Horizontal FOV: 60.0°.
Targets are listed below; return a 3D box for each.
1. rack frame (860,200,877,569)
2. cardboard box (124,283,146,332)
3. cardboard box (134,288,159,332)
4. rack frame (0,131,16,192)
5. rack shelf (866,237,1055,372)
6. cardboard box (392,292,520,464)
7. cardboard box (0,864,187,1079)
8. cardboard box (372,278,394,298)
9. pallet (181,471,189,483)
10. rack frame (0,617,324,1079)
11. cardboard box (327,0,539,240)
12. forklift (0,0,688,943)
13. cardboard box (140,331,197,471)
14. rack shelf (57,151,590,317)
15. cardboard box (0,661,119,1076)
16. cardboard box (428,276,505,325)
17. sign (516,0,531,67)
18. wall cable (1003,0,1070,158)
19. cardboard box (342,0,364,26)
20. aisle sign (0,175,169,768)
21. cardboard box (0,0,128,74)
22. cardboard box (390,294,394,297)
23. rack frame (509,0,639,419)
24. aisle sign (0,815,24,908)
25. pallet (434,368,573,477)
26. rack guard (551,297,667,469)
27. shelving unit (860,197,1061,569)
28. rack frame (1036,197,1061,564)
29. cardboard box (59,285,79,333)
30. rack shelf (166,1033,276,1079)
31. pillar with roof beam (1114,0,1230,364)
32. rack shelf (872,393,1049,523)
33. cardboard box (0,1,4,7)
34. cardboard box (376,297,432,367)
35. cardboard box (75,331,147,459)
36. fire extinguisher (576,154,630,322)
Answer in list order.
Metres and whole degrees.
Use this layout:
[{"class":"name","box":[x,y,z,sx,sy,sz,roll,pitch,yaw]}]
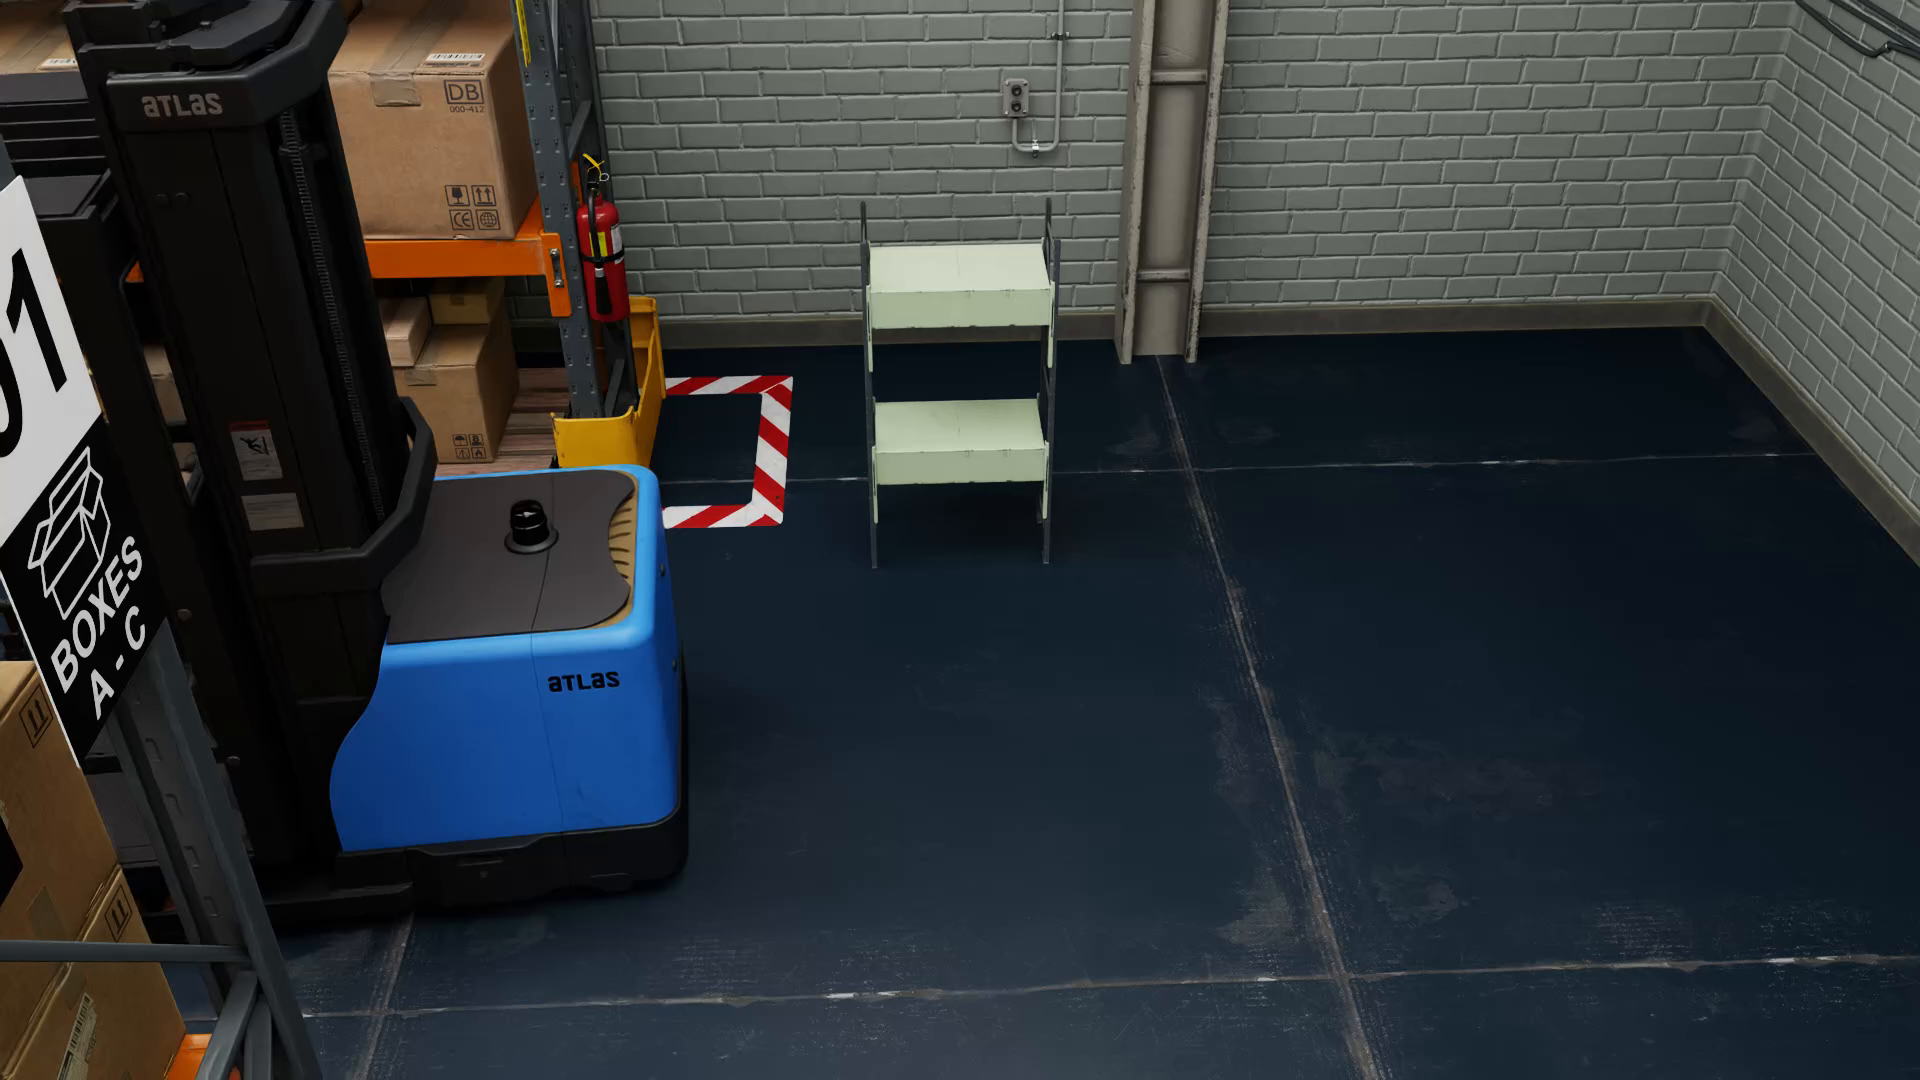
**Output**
[{"class":"rack frame","box":[-0.372,-0.607,6.809,0.023,1.500,0.400,-2,35,-2]},{"class":"cardboard box","box":[-3.737,-1.080,7.432,0.250,0.149,0.380,-2,35,-3]},{"class":"cardboard box","box":[-3.484,-1.086,7.441,0.250,0.149,0.380,-1,35,-2]},{"class":"rack frame","box":[-1.400,-1.320,1.249,0.127,3.000,1.000,-2,35,-2]},{"class":"rack shelf","box":[-0.007,-0.937,6.601,0.720,0.370,0.431,-2,35,-2]},{"class":"cardboard box","box":[-2.333,-0.737,7.507,0.500,0.500,0.700,-2,35,-2]},{"class":"cardboard box","box":[-1.856,0.968,3.127,0.500,0.500,0.500,-1,35,-1]},{"class":"cardboard box","box":[-2.724,-1.107,7.471,0.250,0.149,0.380,-1,35,-2]},{"class":"pallet","box":[-3.649,-0.425,7.678,1.213,0.211,1.003,-2,35,-2]},{"class":"rack frame","box":[-1.400,1.147,2.956,0.127,3.000,1.000,-2,35,-2]},{"class":"cardboard box","box":[-2.148,-1.772,6.911,0.700,0.700,0.980,0,35,0]},{"class":"forklift","box":[-2.474,-0.214,4.983,3.031,2.935,1.130,-4,35,-6]},{"class":"cardboard box","box":[-3.335,-0.710,7.468,0.500,0.500,0.700,-3,35,-4]},{"class":"rack shelf","box":[-3.636,-1.319,7.152,4.000,0.370,1.077,-2,35,-2]},{"class":"cardboard box","box":[-1.856,0.557,2.843,0.500,0.500,0.500,-1,35,-1]},{"class":"cardboard box","box":[-2.218,-1.121,7.492,0.250,0.149,0.380,-1,35,-2]},{"class":"sign","box":[-1.627,-1.933,6.182,0.005,0.325,0.100,-2,35,-2]},{"class":"wall cable","box":[-0.404,-2.658,7.563,1.851,1.984,0.084,-2,35,-2]},{"class":"cardboard box","box":[-2.874,-1.746,6.874,0.700,0.700,0.980,-2,35,-3]},{"class":"aisle sign","box":[-1.346,-0.090,2.460,0.004,0.787,0.394,-2,35,-2]},{"class":"cardboard box","box":[-3.636,-1.731,6.852,0.700,0.700,0.980,-3,35,-5]},{"class":"cardboard box","box":[-2.833,-0.724,7.488,0.500,0.500,0.700,-2,35,-2]},{"class":"rack frame","box":[-1.639,-1.668,7.025,0.127,3.000,1.000,-2,35,-2]},{"class":"aisle sign","box":[-1.318,0.251,1.967,0.004,0.787,0.394,-2,35,-2]},{"class":"pallet","box":[-2.434,-0.456,7.723,1.213,0.211,1.003,-2,35,-2]},{"class":"rack guard","box":[-1.615,-0.641,7.737,0.348,0.500,1.175,-2,35,-2]},{"class":"shelving unit","box":[-0.007,-0.617,6.823,0.755,1.500,0.431,-2,35,-2]},{"class":"rack frame","box":[0.359,-0.626,6.837,0.023,1.500,0.400,-2,35,-2]},{"class":"cardboard box","box":[-3.995,-1.072,7.421,0.250,0.149,0.380,-1,35,-2]},{"class":"rack shelf","box":[-3.398,1.497,3.083,4.000,0.370,1.077,-2,35,-2]},{"class":"pillar with roof beam","box":[1.221,-2.253,2.597,0.400,9.000,9.100,-2,35,-2]},{"class":"rack shelf","box":[-0.007,-0.348,7.008,0.720,0.370,0.431,-2,35,-2]},{"class":"cardboard box","box":[-4.362,-1.706,6.815,0.700,0.700,0.980,-2,35,-3]},{"class":"cardboard box","box":[-2.453,-0.897,7.168,0.250,0.149,0.380,-2,35,-3]},{"class":"cardboard box","box":[-3.867,-0.692,7.441,0.500,0.500,0.700,-1,35,-1]},{"class":"fire extinguisher","box":[-1.466,-1.225,6.780,0.183,0.674,0.296,-2,35,-2]}]
